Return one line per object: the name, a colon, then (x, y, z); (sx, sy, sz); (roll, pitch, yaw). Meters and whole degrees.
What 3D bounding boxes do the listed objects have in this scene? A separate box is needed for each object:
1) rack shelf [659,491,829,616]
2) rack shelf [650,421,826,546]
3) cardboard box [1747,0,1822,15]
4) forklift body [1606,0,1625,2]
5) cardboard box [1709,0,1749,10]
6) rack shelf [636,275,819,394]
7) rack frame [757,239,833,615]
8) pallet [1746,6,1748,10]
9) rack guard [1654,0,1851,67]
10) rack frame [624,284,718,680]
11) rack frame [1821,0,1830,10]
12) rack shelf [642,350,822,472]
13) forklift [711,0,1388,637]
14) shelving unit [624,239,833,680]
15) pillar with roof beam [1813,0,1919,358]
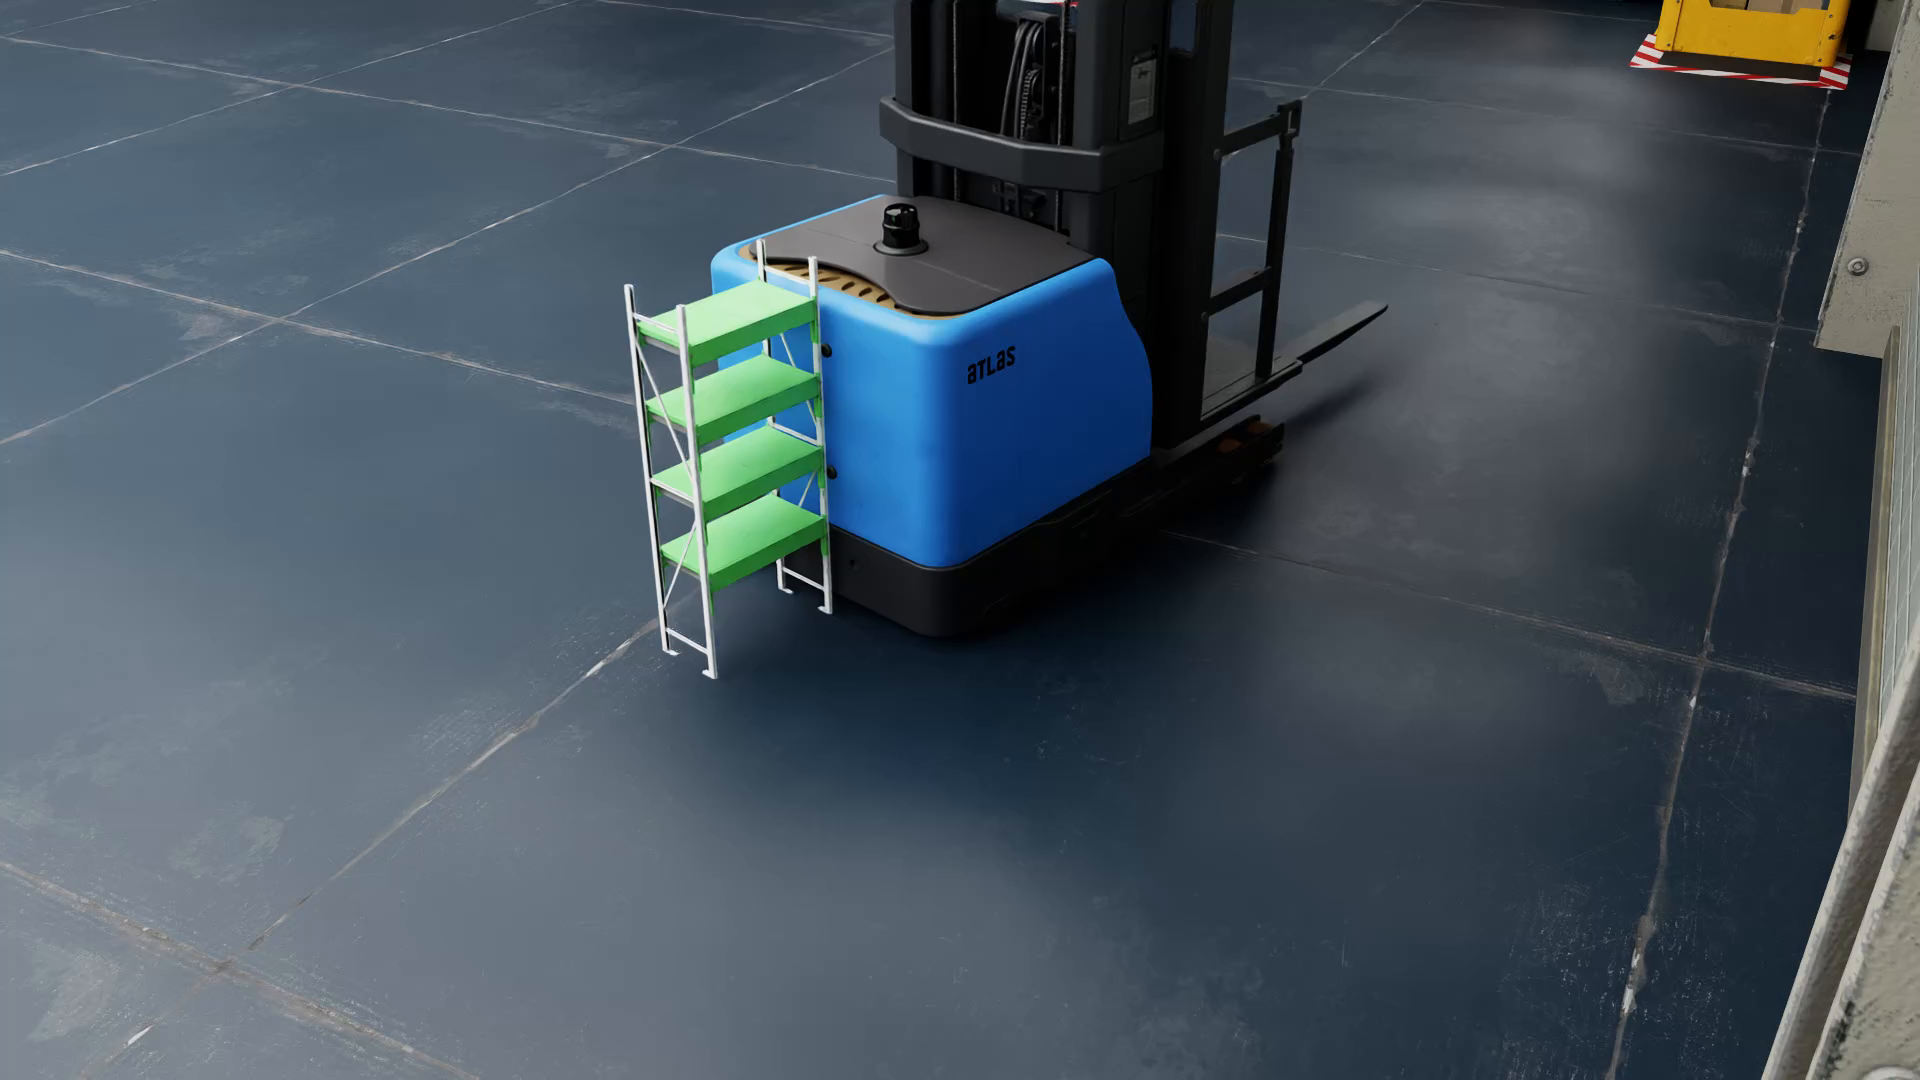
rack shelf: (-0.664, 0.032, 5.099); (0.258, 0.148, 0.480); (24, 38, 35)
rack shelf: (-0.664, -0.176, 4.979); (0.258, 0.148, 0.480); (24, 38, 35)
cardboard box: (5.939, -3.910, 11.886); (0.500, 0.250, 0.500); (14, 33, 23)
forklift body: (4.780, -5.633, 13.400); (2.313, 2.155, 1.214); (14, 33, 23)
cardboard box: (5.473, -4.016, 12.072); (0.500, 0.250, 0.500); (15, 33, 24)
rack shelf: (-0.664, -0.592, 4.740); (0.258, 0.148, 0.480); (24, 38, 35)
rack frame: (-0.502, -0.322, 5.106); (0.240, 1.200, 0.015); (24, 38, 35)
pallet: (5.852, -3.886, 12.305); (1.003, 0.211, 1.213); (14, 33, 23)
rack guard: (5.530, -3.652, 11.608); (1.175, 0.500, 0.348); (14, 33, 23)
rack frame: (-0.826, -0.140, 4.789); (0.240, 1.200, 0.015); (24, 38, 35)
rack frame: (5.541, -4.747, 11.004); (1.000, 3.000, 0.127); (14, 33, 23)
rack shelf: (-0.664, -0.384, 4.860); (0.258, 0.148, 0.480); (24, 38, 35)
forklift: (0.562, -1.625, 5.637); (1.130, 2.935, 3.031); (24, 38, 35)
shelving unit: (-0.664, -0.231, 4.948); (0.258, 1.200, 0.503); (24, 38, 35)
pillar with roof beam: (0.095, -5.769, 6.760); (9.100, 9.000, 0.400); (14, 33, 23)
